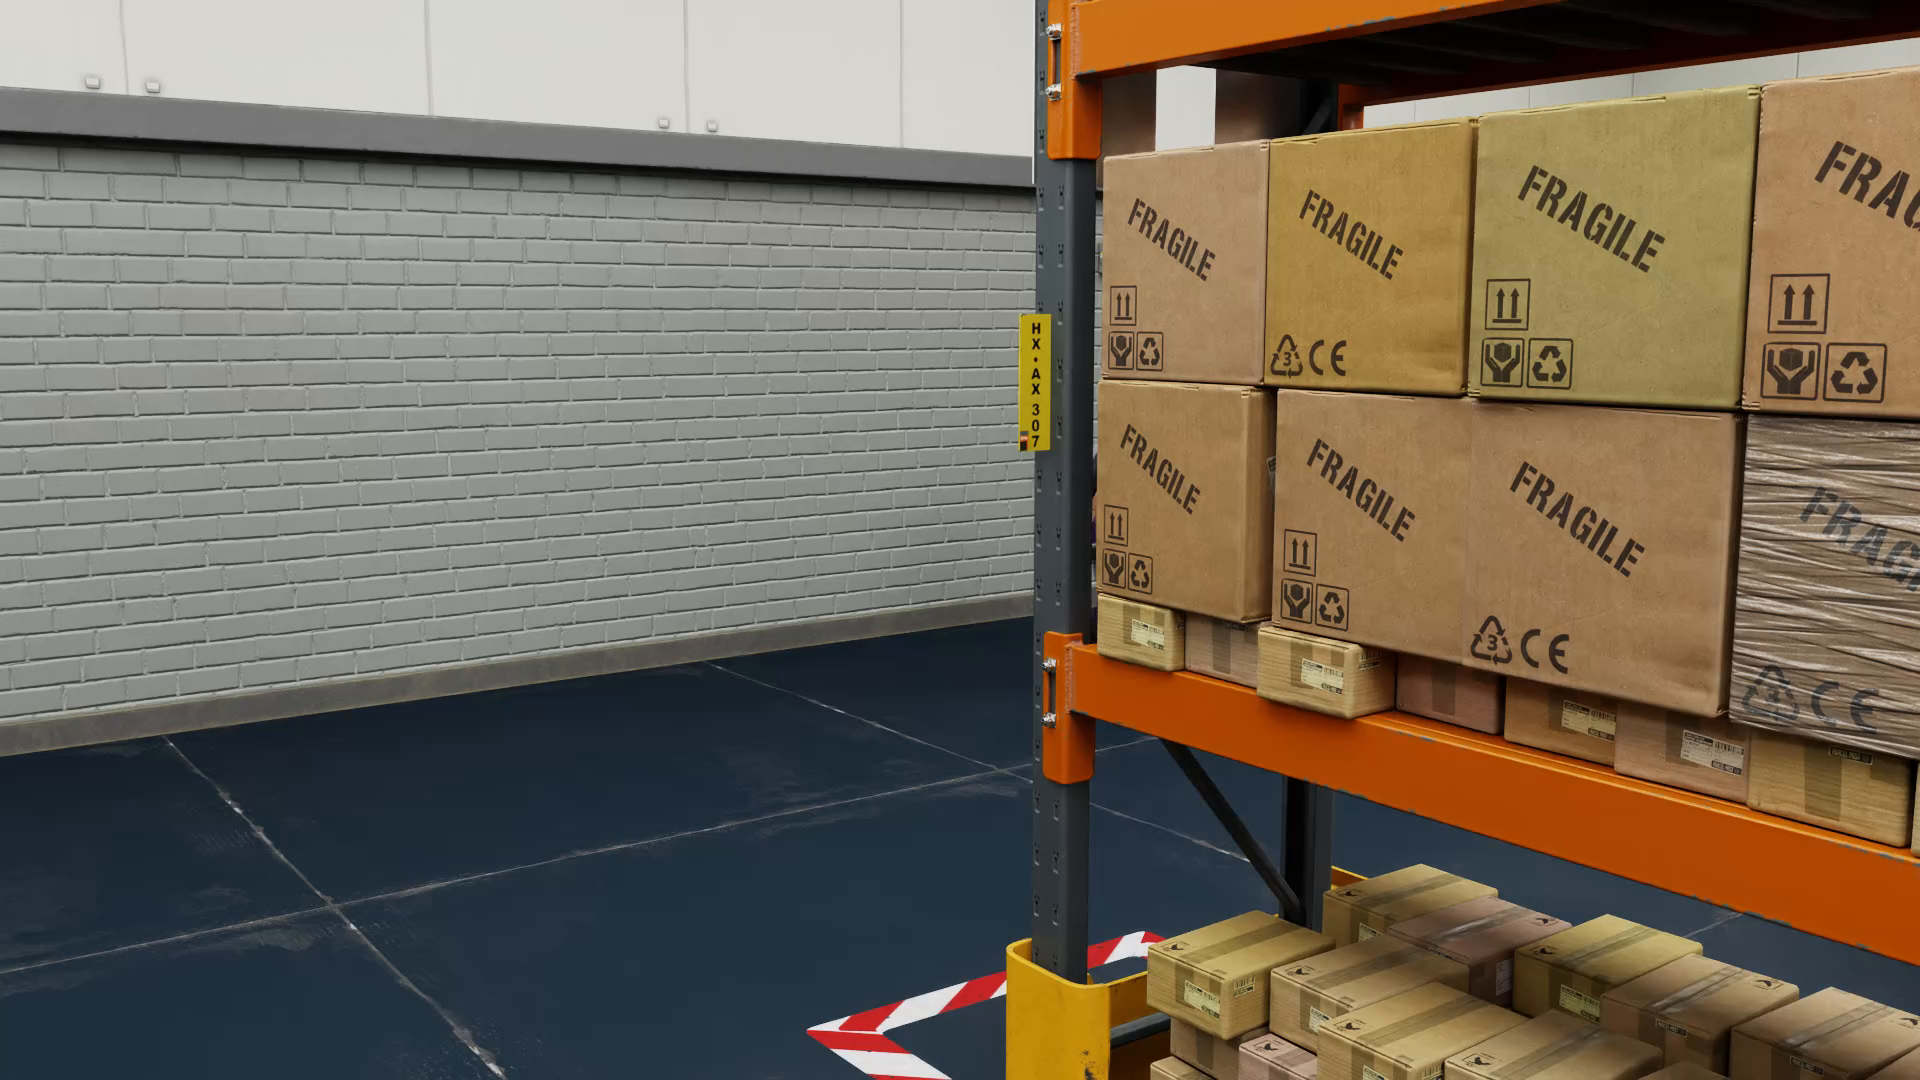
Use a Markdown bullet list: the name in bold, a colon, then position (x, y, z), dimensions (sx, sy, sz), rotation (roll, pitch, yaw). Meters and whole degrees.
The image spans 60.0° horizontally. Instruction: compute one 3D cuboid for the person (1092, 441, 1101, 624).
- **person**: position (0.964, -0.009, 9.507), dimensions (0.473, 1.647, 0.340), rotation (-6, 10, -35)
